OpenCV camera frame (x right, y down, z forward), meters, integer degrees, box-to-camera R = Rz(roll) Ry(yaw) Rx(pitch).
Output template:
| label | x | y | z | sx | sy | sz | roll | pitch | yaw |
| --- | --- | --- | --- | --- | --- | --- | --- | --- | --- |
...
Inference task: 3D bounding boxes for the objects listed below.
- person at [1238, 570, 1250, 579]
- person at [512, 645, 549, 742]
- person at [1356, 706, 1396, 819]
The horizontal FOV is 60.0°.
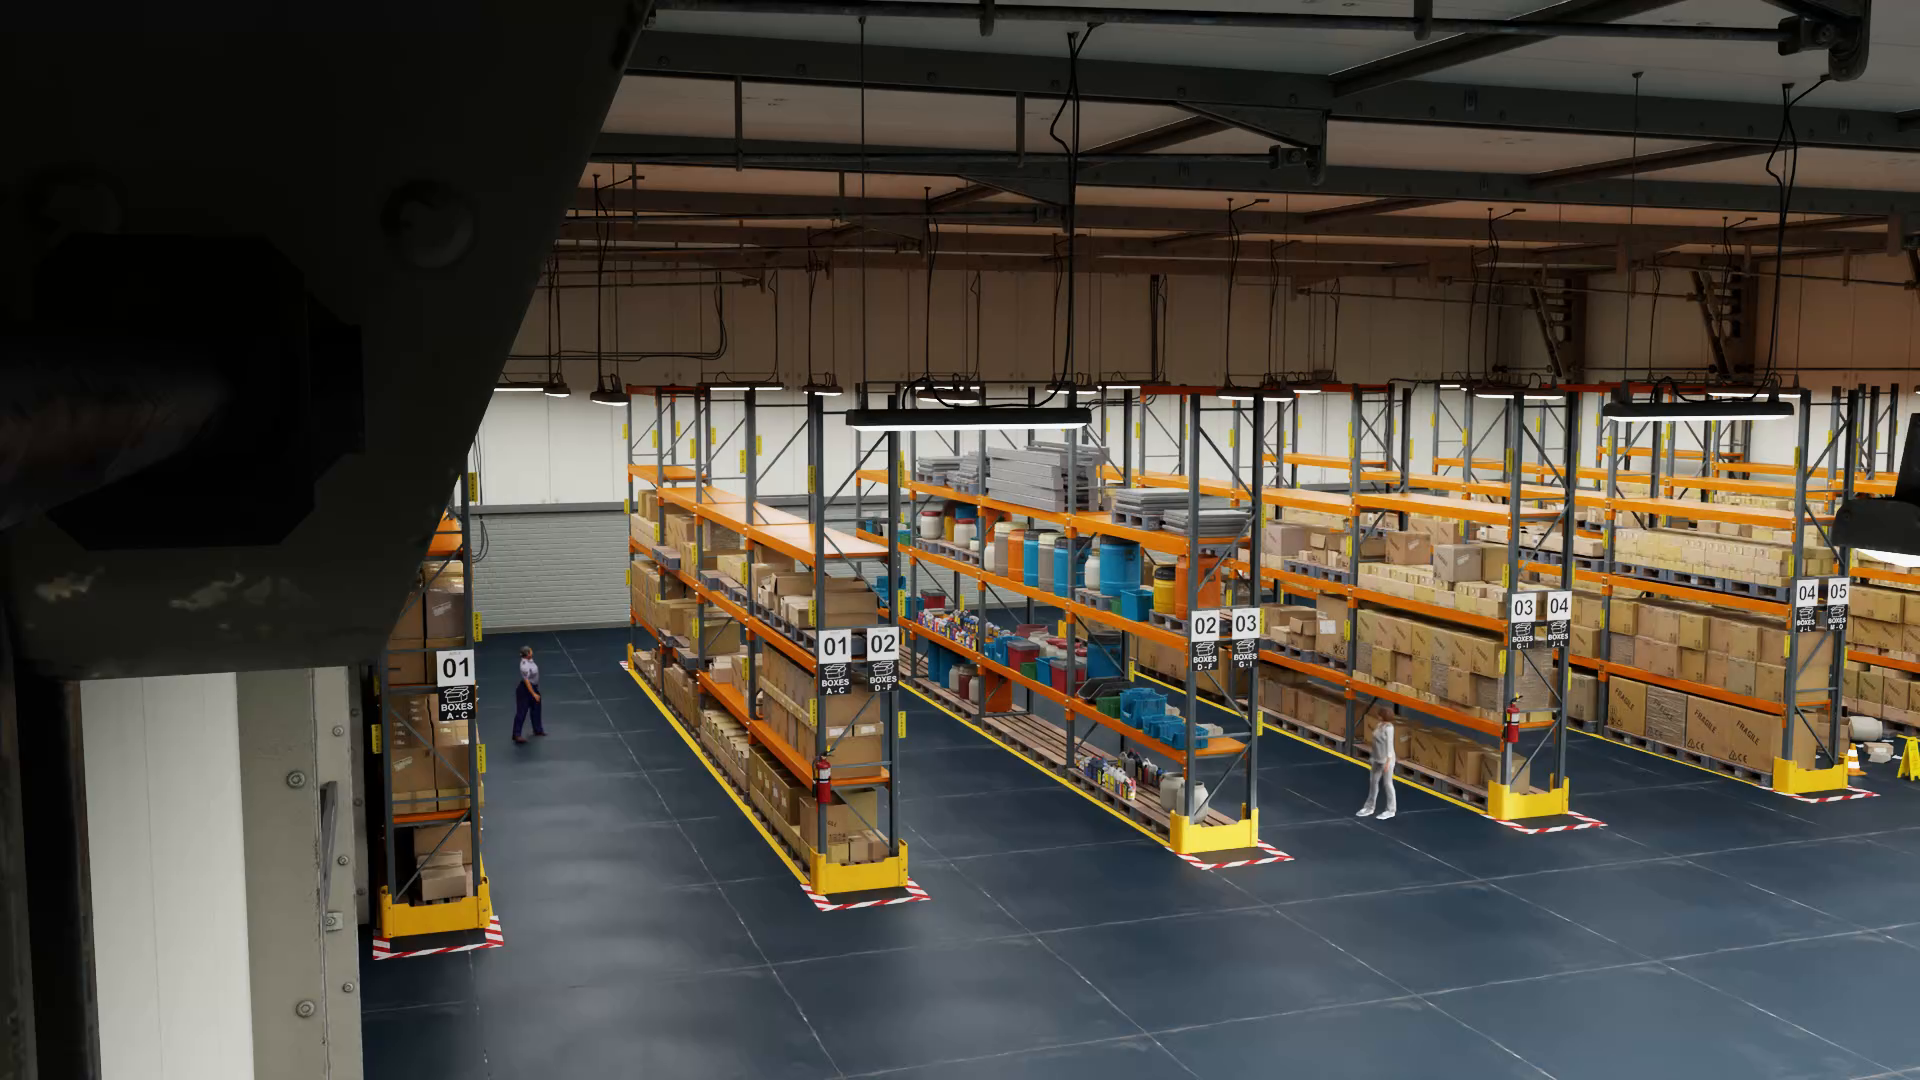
| label | x | y | z | sx | sy | sz | roll | pitch | yaw |
| --- | --- | --- | --- | --- | --- | --- | --- | --- | --- |
| person | 6.921 | 1.164 | 41.250 | 0.480 | 1.781 | 0.574 | -5 | 8 | -41 |
| person | -7.361 | 2.621 | 28.428 | 0.530 | 1.663 | 0.670 | 0 | 6 | 4 |
| person | 5.899 | 3.125 | 23.393 | 0.479 | 1.614 | 0.472 | -2 | 6 | -21 |
